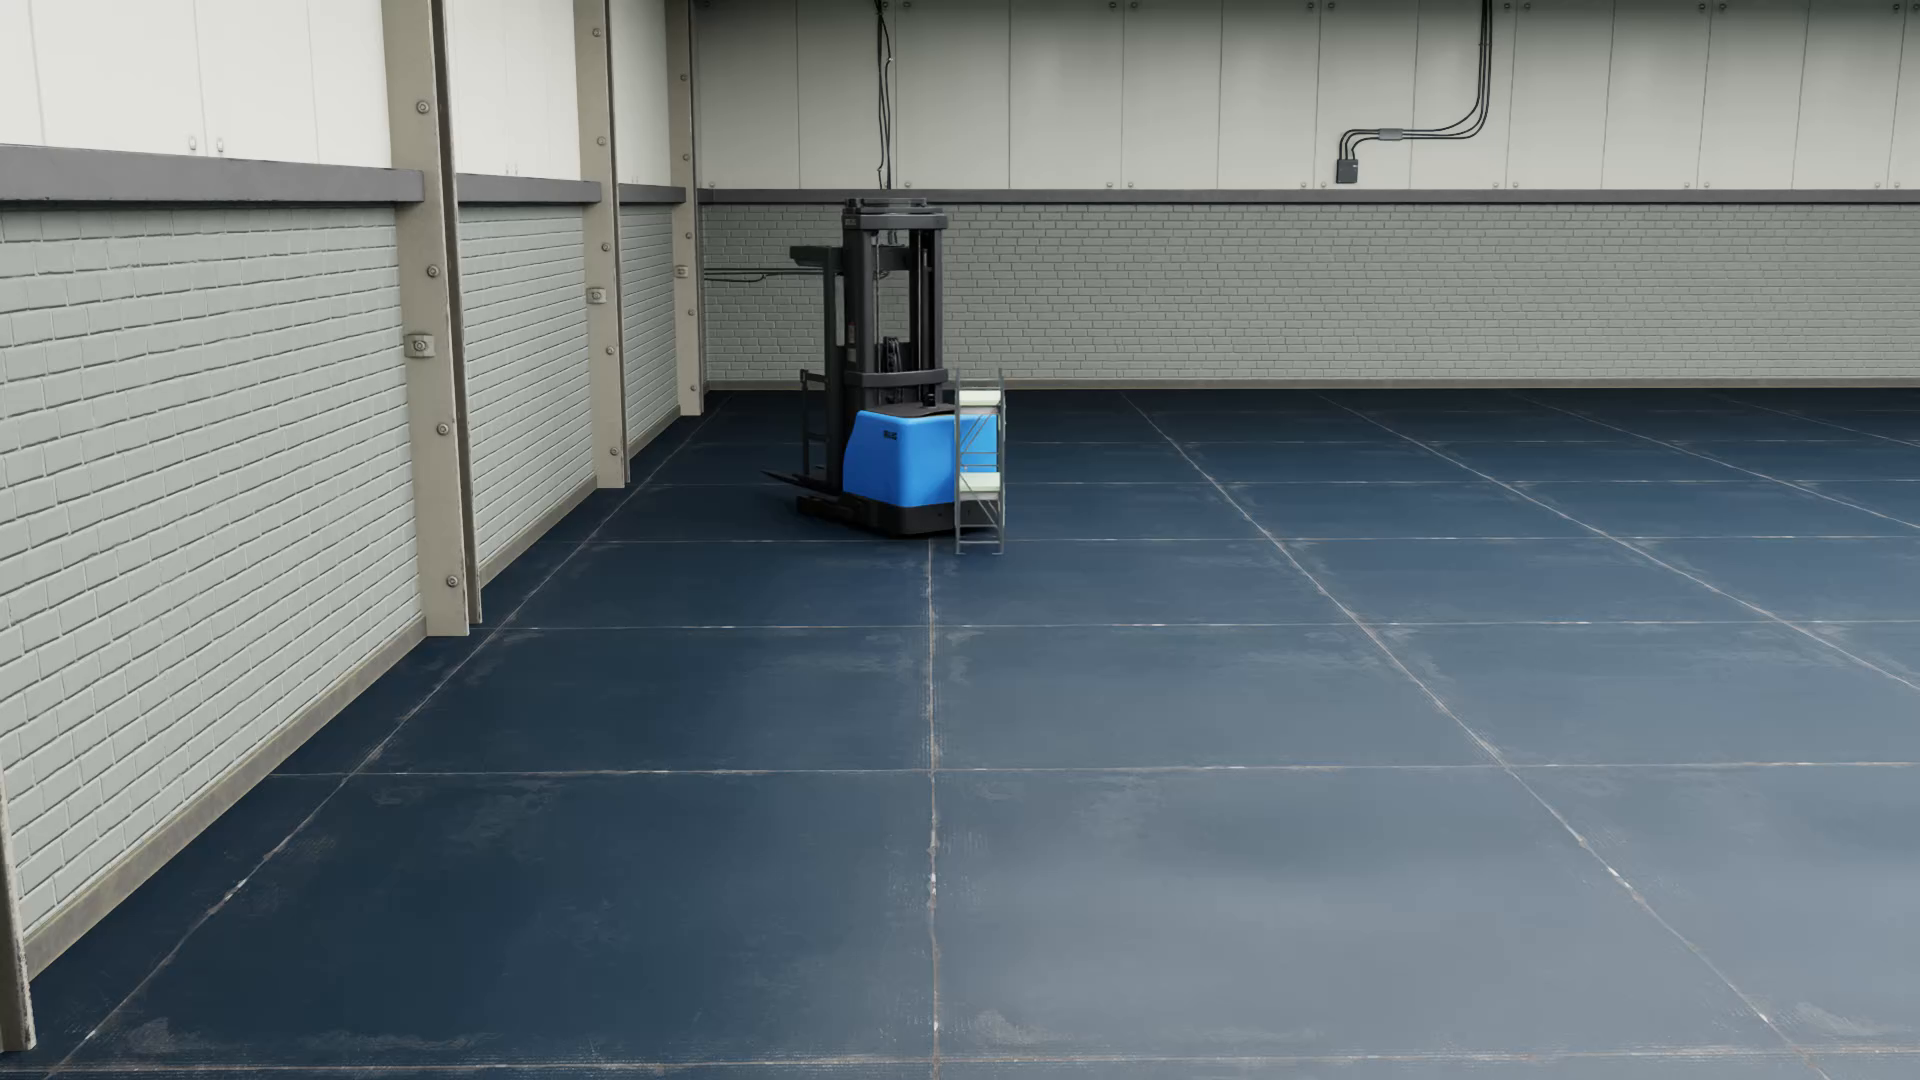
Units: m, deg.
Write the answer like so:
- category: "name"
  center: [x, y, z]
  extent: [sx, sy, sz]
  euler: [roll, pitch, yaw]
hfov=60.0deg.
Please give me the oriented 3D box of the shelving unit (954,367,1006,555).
- category: "shelving unit"
  center: [0.165, -0.684, 14.159]
  extent: [0.431, 1.500, 0.755]
  euler: [0, 11, 0]

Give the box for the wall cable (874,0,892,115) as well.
- category: "wall cable"
  center: [0.199, -7.737, 25.169]
  extent: [3.097, 2.526, 0.112]
  euler: [0, 11, -1]

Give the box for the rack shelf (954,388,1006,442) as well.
- category: "rack shelf"
  center: [0.165, -1.066, 14.081]
  extent: [0.431, 0.370, 0.720]
  euler: [0, 11, 0]

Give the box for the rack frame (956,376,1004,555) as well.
- category: "rack frame"
  center: [0.164, -0.611, 13.800]
  extent: [0.400, 1.500, 0.023]
  euler: [0, 11, 0]

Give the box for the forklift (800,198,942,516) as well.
- category: "forklift"
  center: [-0.896, -1.713, 15.632]
  extent: [1.121, 2.935, 3.031]
  euler: [-8, 14, -33]

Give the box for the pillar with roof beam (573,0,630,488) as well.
- category: "pillar with roof beam"
  center: [0.661, -5.006, 16.602]
  extent: [9.100, 9.000, 0.400]
  euler: [0, 11, -1]

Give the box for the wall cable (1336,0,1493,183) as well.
- category: "wall cable"
  center: [6.986, -8.475, 25.146]
  extent: [2.305, 6.003, 0.169]
  euler: [0, 11, -1]

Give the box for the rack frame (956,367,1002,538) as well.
- category: "rack frame"
  center: [0.166, -0.757, 14.517]
  extent: [0.400, 1.500, 0.023]
  euler: [0, 11, 0]

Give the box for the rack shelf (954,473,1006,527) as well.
- category: "rack shelf"
  center: [0.165, -0.365, 14.223]
  extent: [0.431, 0.370, 0.720]
  euler: [0, 11, 0]

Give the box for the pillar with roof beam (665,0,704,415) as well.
- category: "pillar with roof beam"
  center: [0.537, -6.199, 22.481]
  extent: [9.100, 9.000, 0.400]
  euler: [0, 11, -1]
